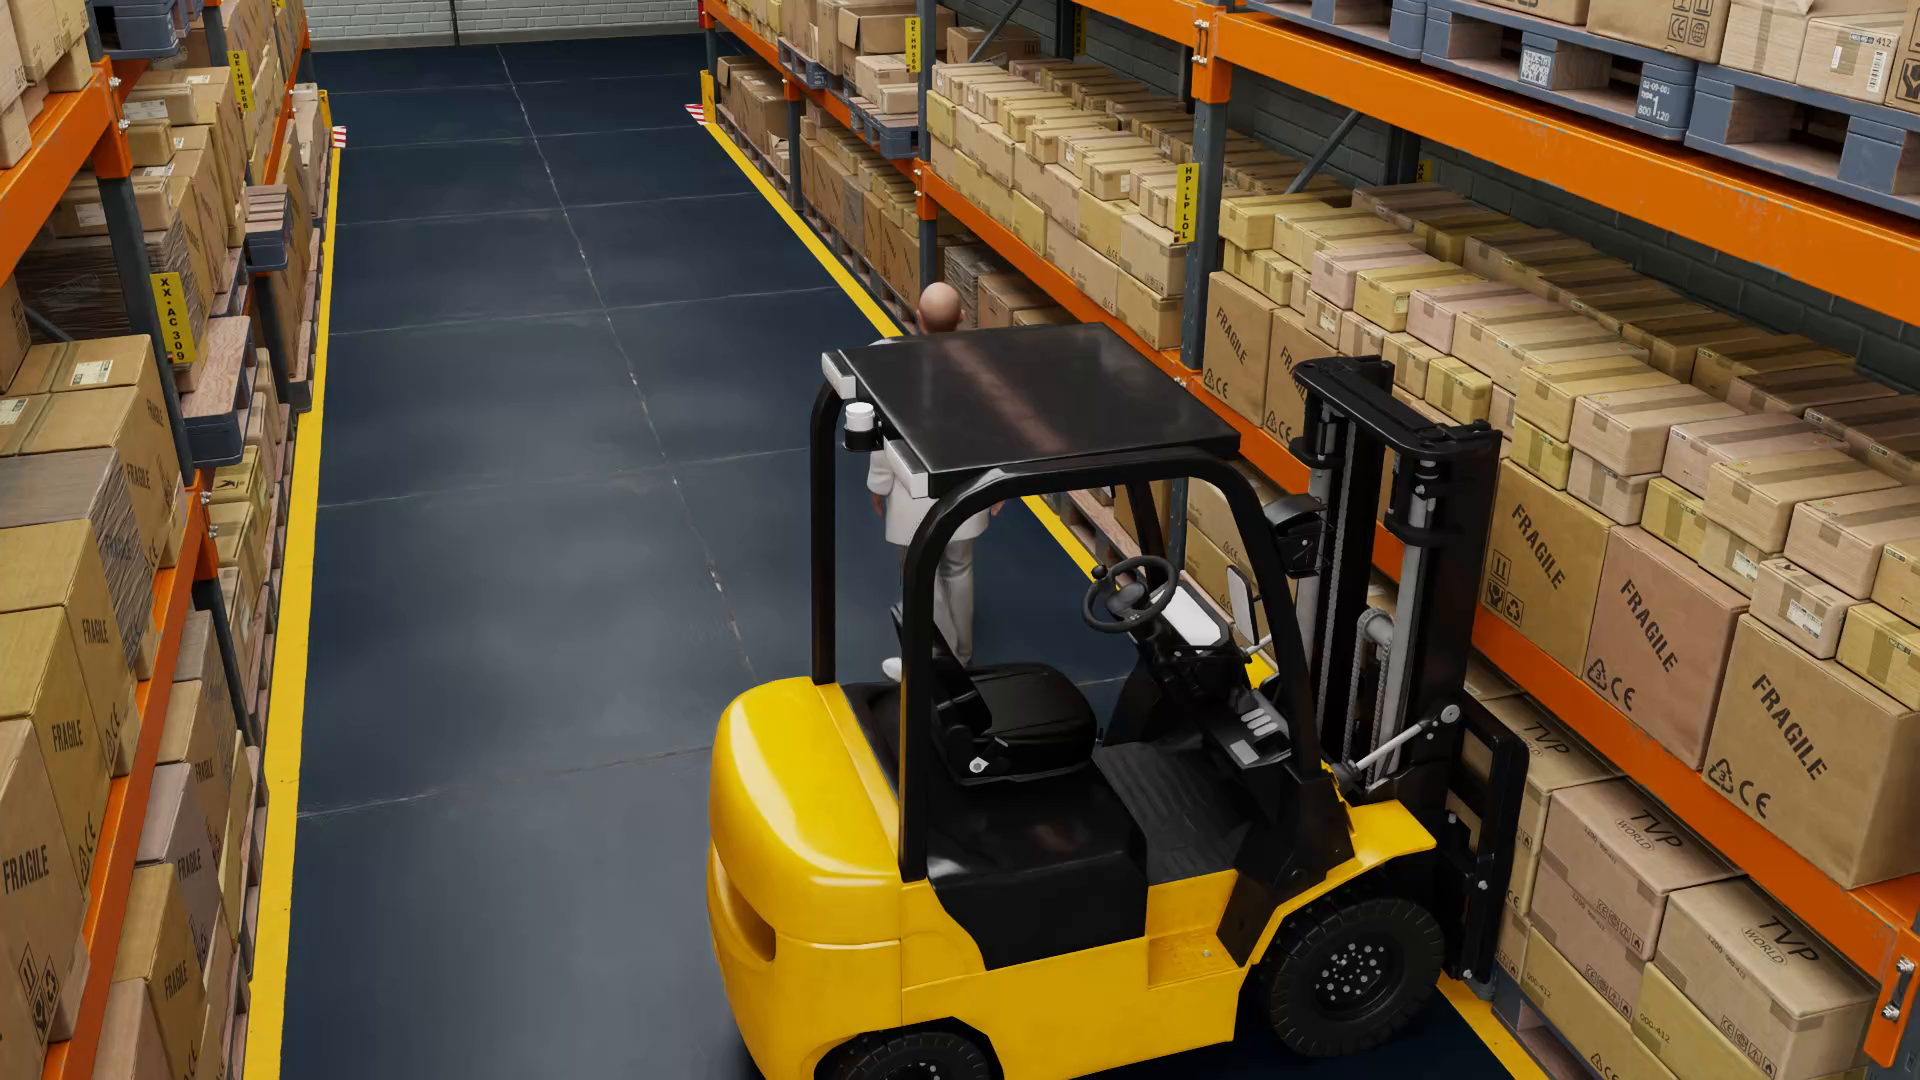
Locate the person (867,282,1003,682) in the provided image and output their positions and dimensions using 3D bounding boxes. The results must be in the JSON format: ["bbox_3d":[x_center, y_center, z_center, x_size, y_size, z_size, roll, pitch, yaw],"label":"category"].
[{"bbox_3d":[-0.092,-0.237,7.059,0.613,1.778,0.447,-9,28,-19],"label":"person"}]
